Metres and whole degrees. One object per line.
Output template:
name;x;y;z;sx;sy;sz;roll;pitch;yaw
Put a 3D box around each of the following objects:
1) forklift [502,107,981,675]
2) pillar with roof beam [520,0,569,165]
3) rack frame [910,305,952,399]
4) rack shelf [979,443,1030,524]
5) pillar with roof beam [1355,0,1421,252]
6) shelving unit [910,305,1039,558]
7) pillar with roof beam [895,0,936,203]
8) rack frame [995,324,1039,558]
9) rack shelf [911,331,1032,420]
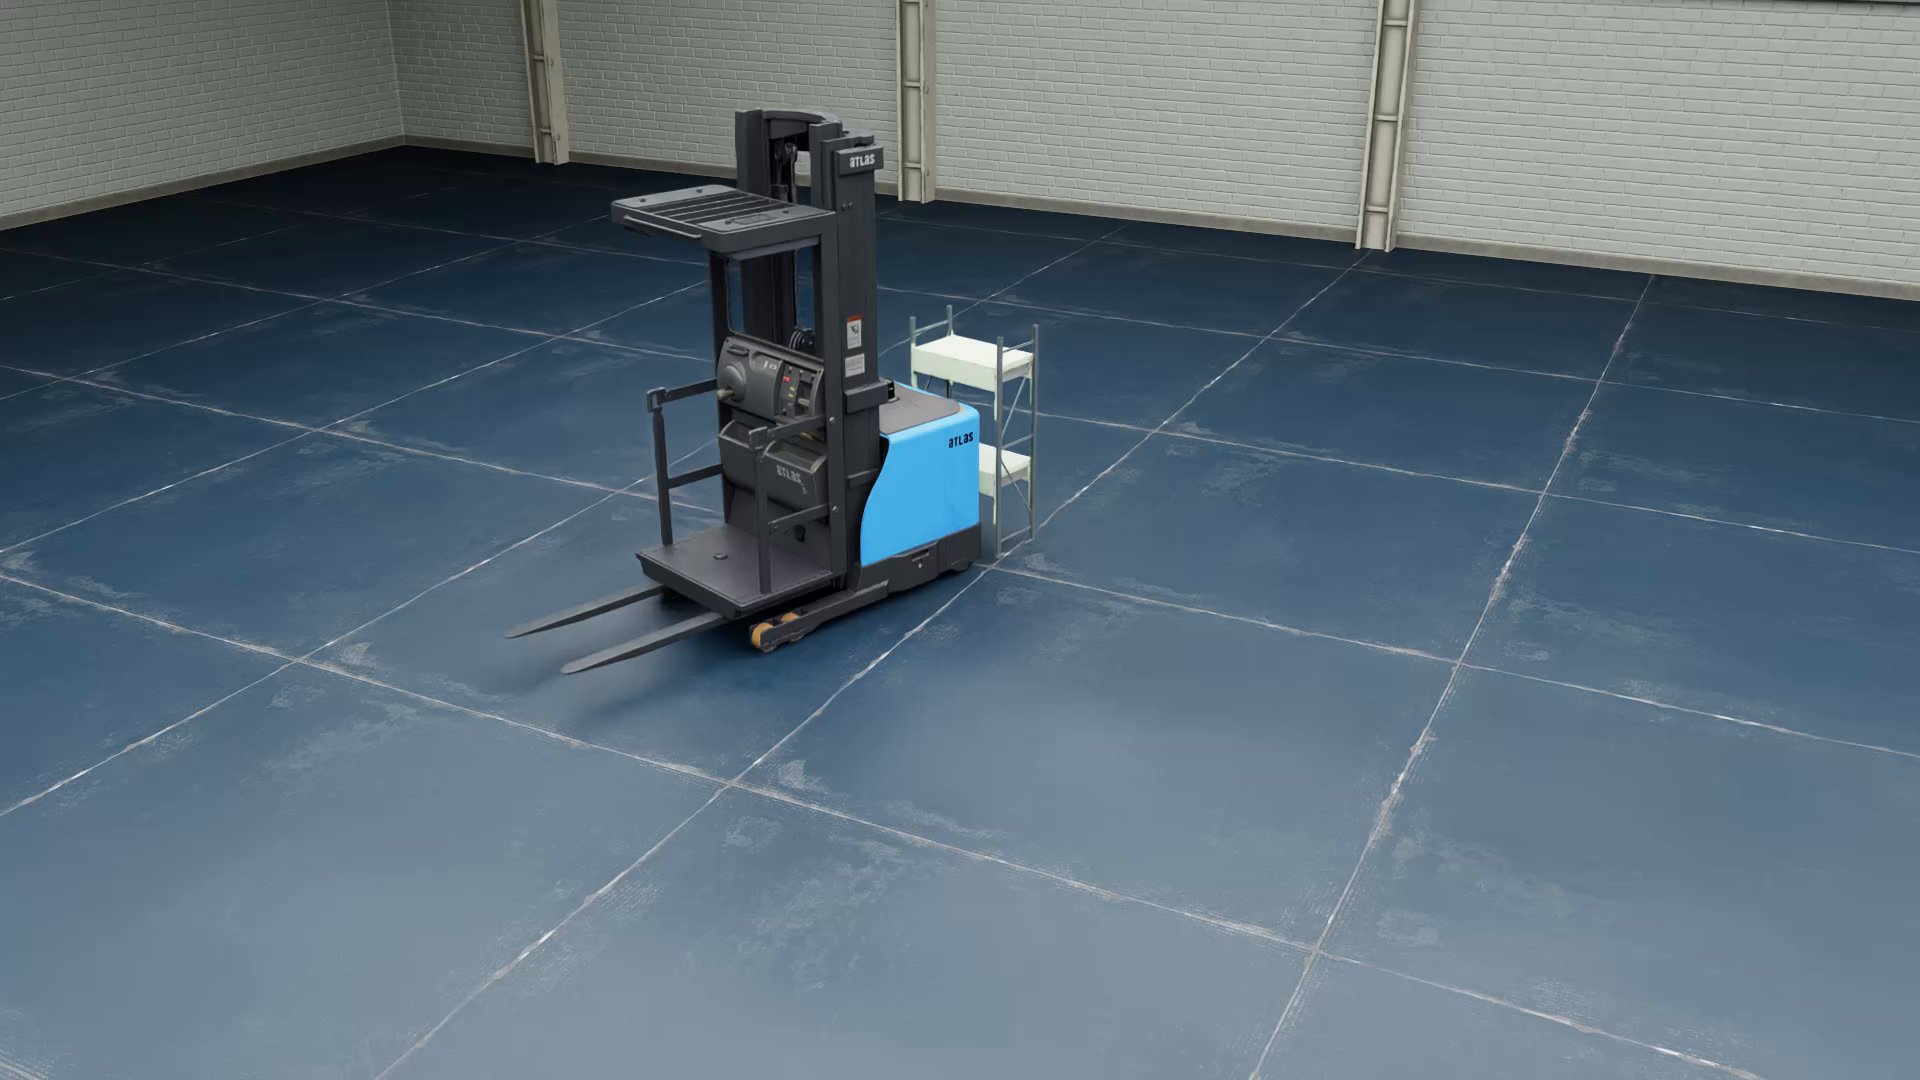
forklift;-1.273;-0.924;9.677;3.031;2.935;1.130;-21;31;-40
pillar with roof beam;-7.858;-8.133;18.876;0.400;9.000;9.100;11;25;25
rack frame;-0.190;-0.818;11.258;0.023;1.500;0.400;18;29;37
rack shelf;0.089;-0.426;11.167;0.720;0.370;0.431;18;29;37
pillar with roof beam;2.851;-6.014;13.893;0.400;9.000;9.100;11;25;25
shelving unit;0.089;-0.726;11.040;0.755;1.500;0.431;18;29;37
pillar with roof beam;-2.503;-7.074;16.385;0.400;9.000;9.100;11;25;25
rack frame;0.368;-0.633;10.822;0.023;1.500;0.400;18;29;37
rack shelf;0.089;-1.085;10.887;0.720;0.370;0.431;18;29;37
